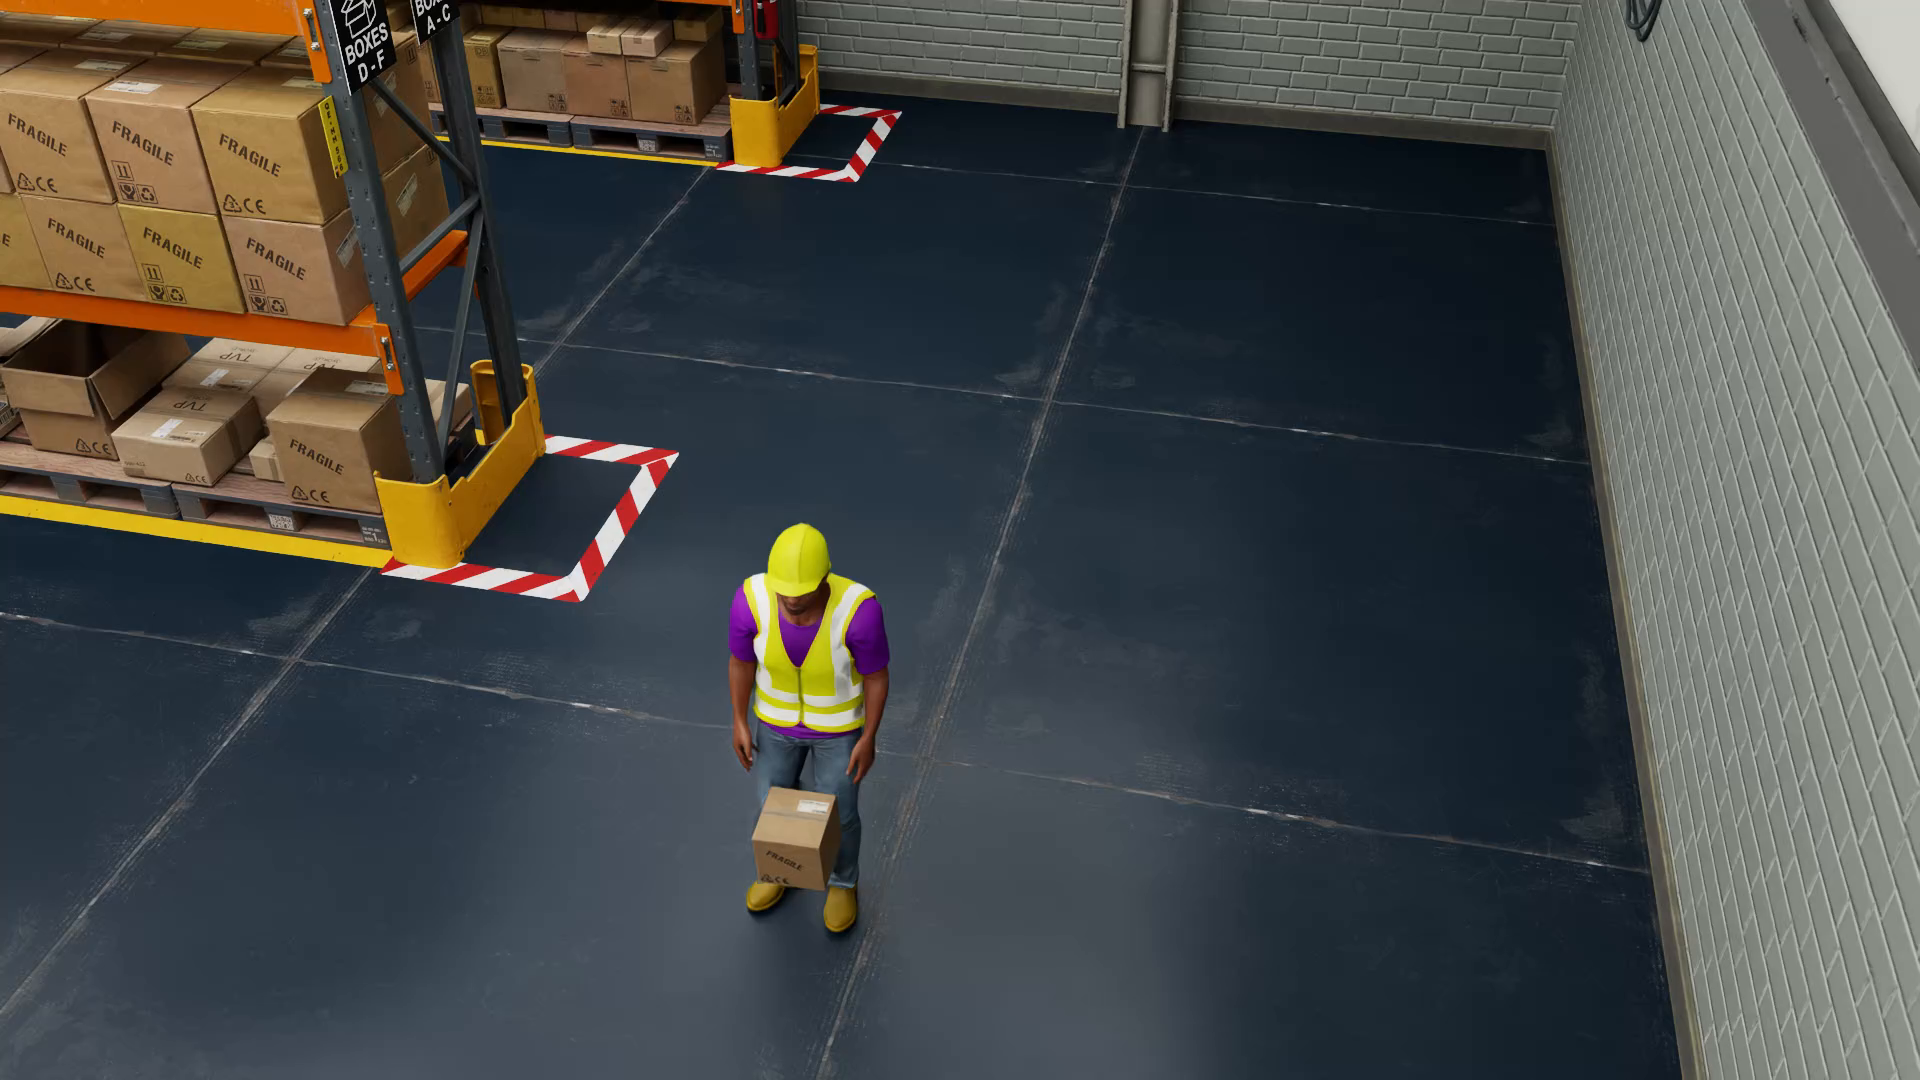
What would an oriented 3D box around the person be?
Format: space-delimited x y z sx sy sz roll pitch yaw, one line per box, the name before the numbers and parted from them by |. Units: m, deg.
person | -0.546 0.666 6.041 0.589 1.765 0.457 7 37 9
